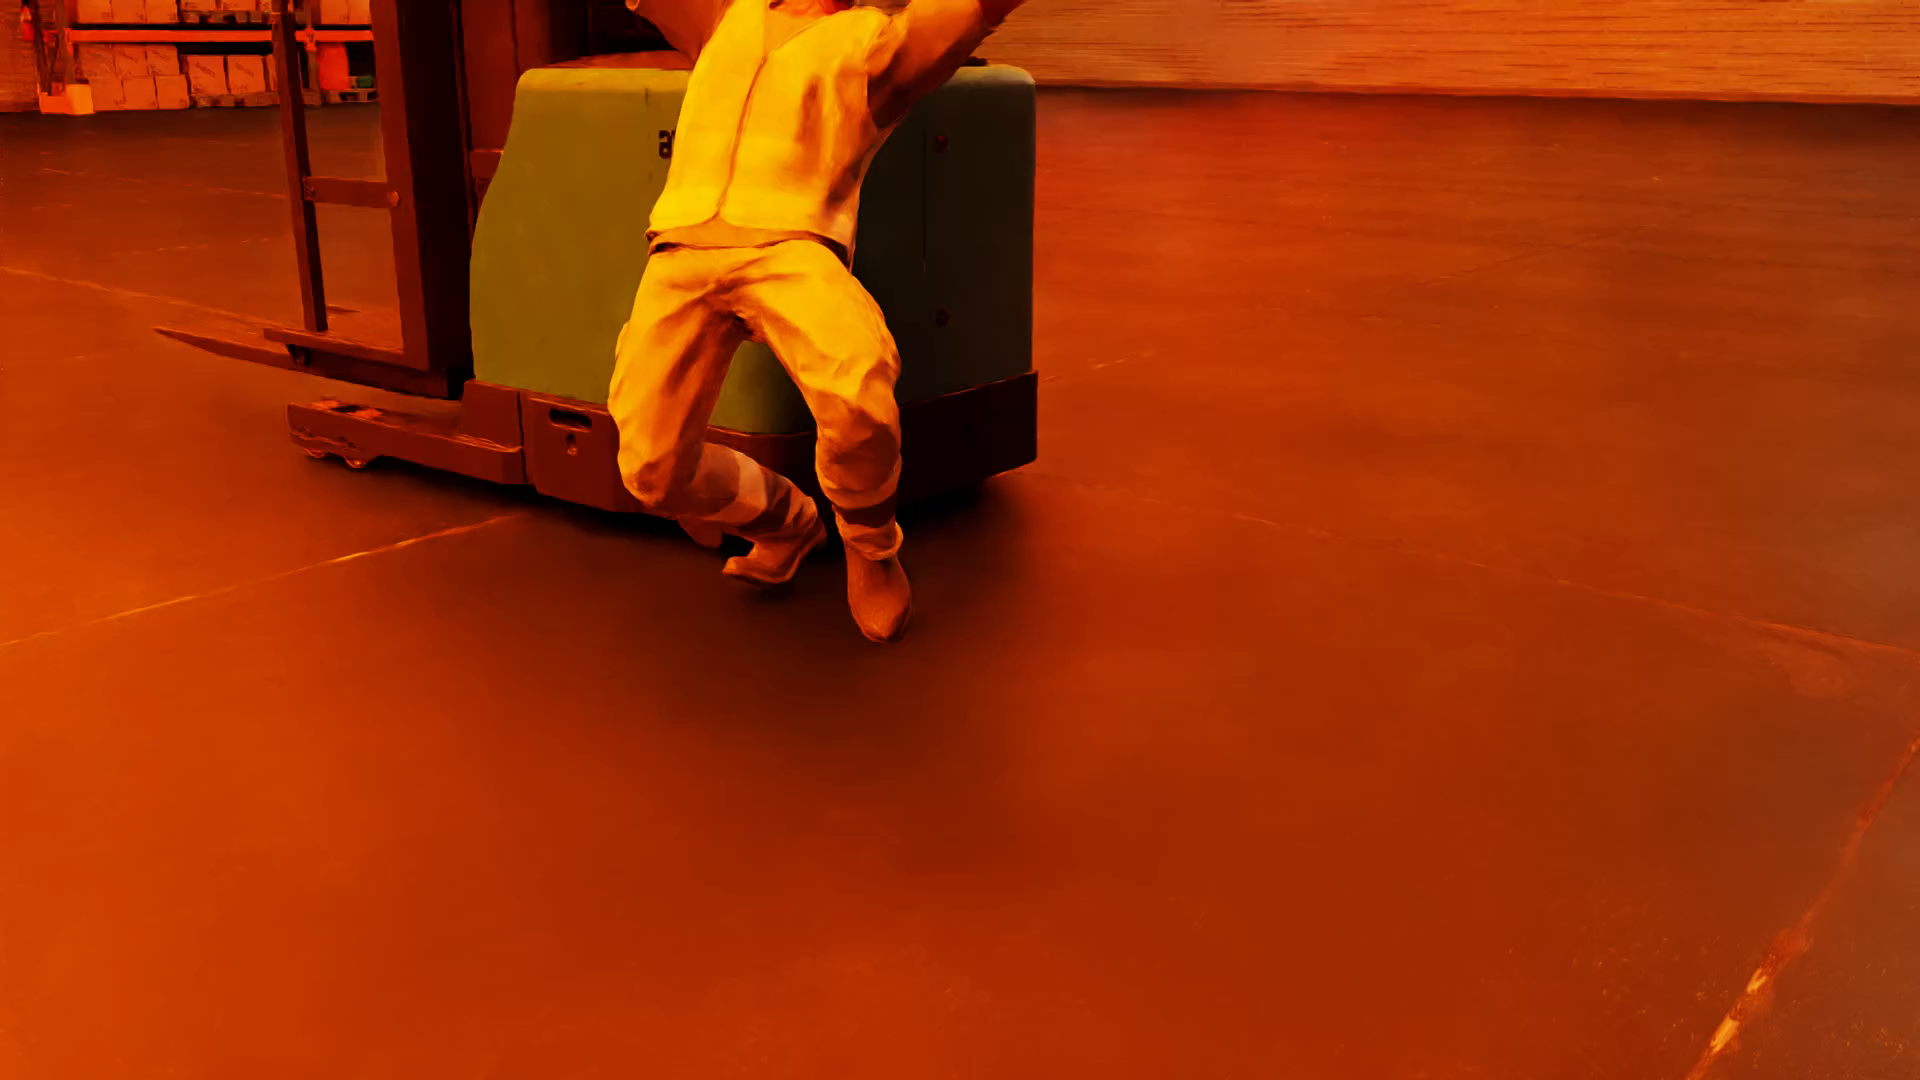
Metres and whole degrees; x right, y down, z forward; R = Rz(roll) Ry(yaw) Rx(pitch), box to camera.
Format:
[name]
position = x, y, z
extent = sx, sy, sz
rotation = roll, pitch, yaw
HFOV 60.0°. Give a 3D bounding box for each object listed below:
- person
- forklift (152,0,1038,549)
[person]
position = -0.201, -0.582, 3.190
extent = 1.053, 1.565, 0.804
rotation = 5, 18, 17
[forklift]
position = -1.274, -1.706, 4.516
extent = 3.031, 2.935, 1.130
rotation = 13, 21, 36
